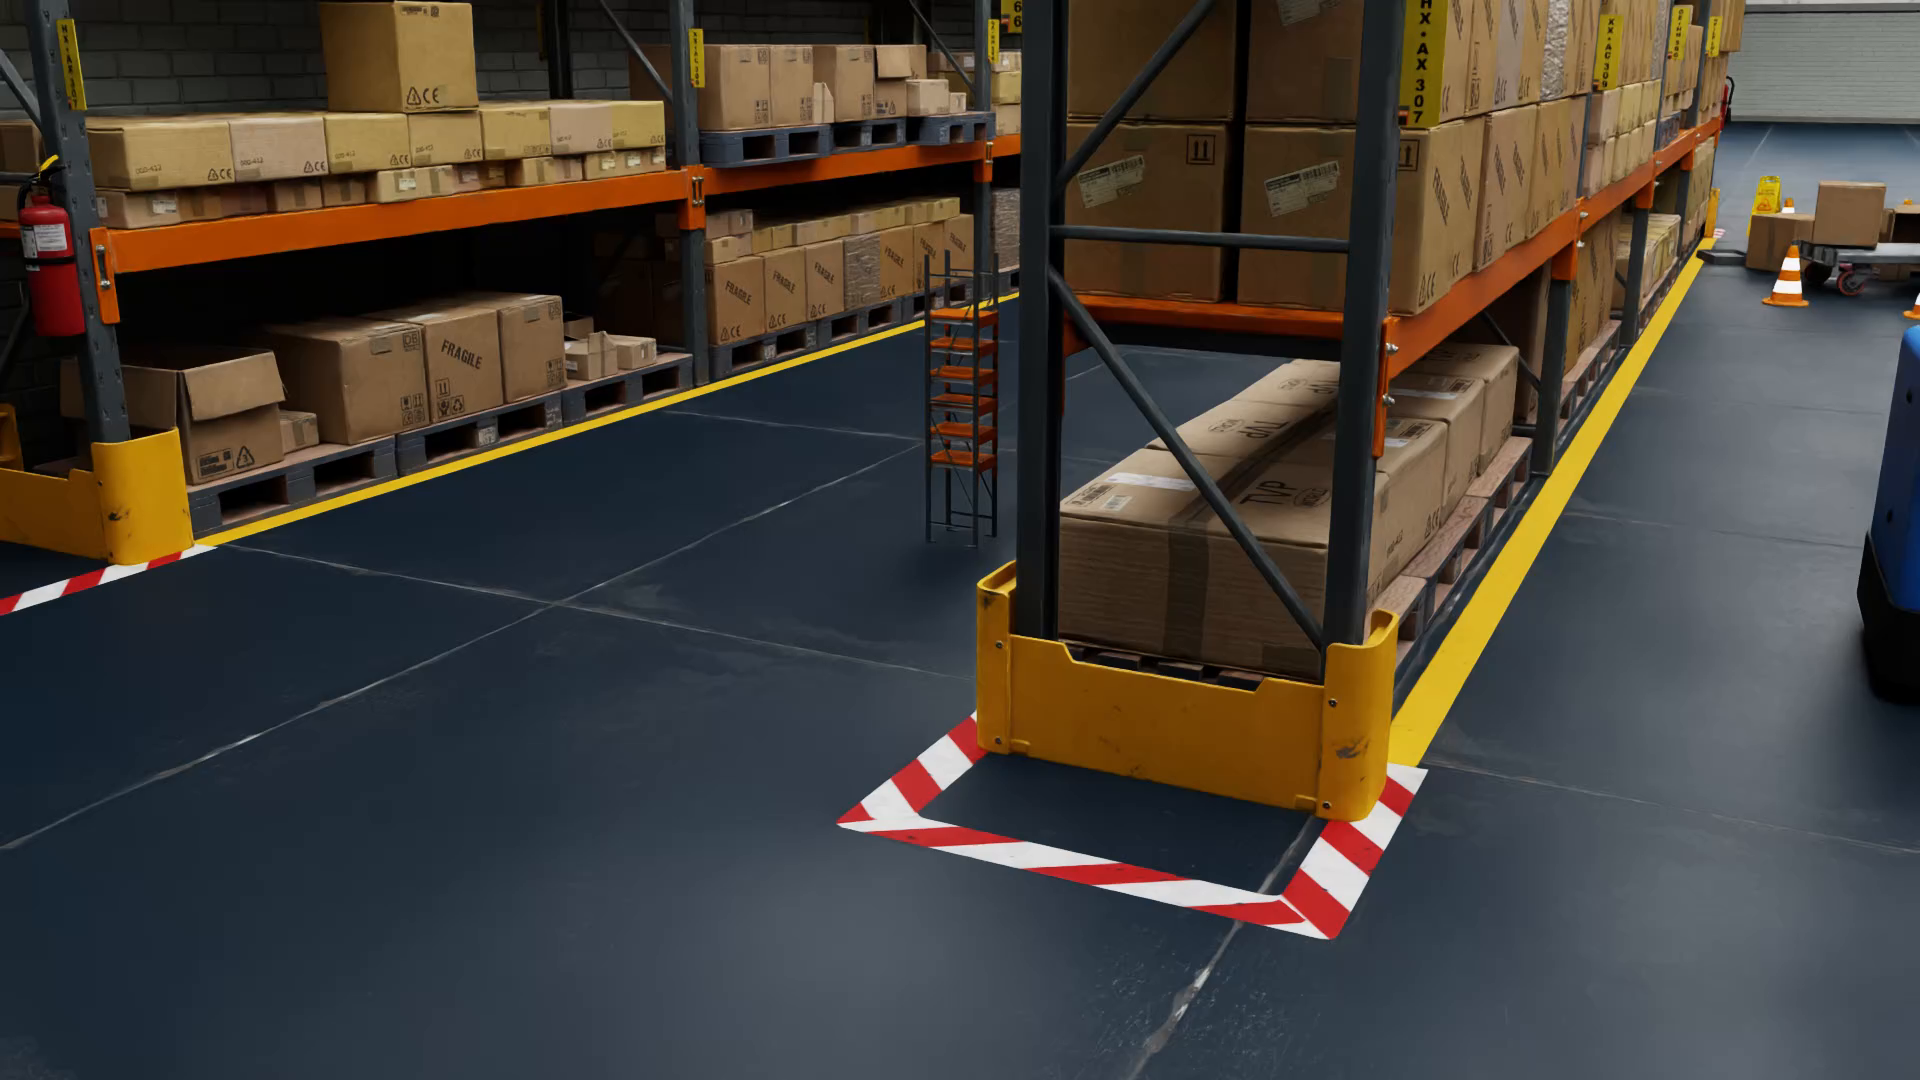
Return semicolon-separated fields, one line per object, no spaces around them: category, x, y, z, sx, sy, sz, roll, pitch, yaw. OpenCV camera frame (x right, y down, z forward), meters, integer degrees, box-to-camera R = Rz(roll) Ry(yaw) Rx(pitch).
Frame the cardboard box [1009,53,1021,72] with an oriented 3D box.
cardboard box;0.294;-3.936;13.692;0.380;0.149;0.250;9;19;27

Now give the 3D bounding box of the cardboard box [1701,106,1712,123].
cardboard box;7.008;-4.097;15.991;0.380;0.149;0.250;8;18;26

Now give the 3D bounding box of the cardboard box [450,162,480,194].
cardboard box;-2.639;-1.822;8.330;0.380;0.149;0.250;8;18;25

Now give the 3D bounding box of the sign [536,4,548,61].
sign;-2.515;-3.071;10.062;0.100;0.325;0.005;8;18;25

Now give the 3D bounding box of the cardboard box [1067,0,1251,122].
cardboard box;0.640;-1.477;4.797;0.500;0.500;0.500;9;19;27

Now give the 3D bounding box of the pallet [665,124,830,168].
pallet;-1.562;-2.544;10.658;1.003;0.211;1.213;8;18;25

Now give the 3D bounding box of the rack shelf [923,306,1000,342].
rack shelf;0.006;-0.881;6.776;0.258;0.103;0.180;8;18;25

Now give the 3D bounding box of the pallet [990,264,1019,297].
pallet;0.173;-2.333;14.509;1.003;0.211;1.213;8;18;25

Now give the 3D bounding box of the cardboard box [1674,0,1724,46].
cardboard box;6.390;-4.608;14.815;0.700;0.500;0.500;8;18;25

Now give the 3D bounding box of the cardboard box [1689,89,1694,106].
cardboard box;6.017;-3.768;14.146;0.380;0.149;0.250;8;18;26

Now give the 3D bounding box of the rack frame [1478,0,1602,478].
rack frame;2.425;-1.816;7.869;1.000;3.000;0.127;8;18;25

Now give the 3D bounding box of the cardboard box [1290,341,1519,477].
cardboard box;2.049;-0.642;7.681;0.875;0.438;0.875;8;18;25

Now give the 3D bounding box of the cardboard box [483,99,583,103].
cardboard box;-2.480;-2.425;9.662;0.500;0.250;0.500;8;18;25

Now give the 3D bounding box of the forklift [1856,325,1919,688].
forklift;4.505;-0.851;4.742;3.031;2.935;1.130;7;18;22

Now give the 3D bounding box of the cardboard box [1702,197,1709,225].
cardboard box;7.656;-3.509;17.663;0.500;0.250;0.500;8;18;25

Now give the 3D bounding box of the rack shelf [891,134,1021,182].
rack shelf;0.664;-3.630;15.240;1.077;0.370;4.000;8;18;25

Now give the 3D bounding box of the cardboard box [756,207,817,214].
cardboard box;-1.272;-2.350;12.180;0.380;0.149;0.250;8;18;26

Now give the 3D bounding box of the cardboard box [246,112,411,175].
cardboard box;-2.912;-1.837;7.683;0.500;0.250;0.500;8;18;24

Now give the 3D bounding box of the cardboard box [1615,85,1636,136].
cardboard box;3.331;-2.321;8.956;0.500;0.250;0.500;8;18;26

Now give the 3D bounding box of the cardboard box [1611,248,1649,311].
cardboard box;4.474;-1.919;12.094;0.950;0.372;0.625;7;18;22

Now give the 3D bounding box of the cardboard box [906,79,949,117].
cardboard box;-0.412;-3.285;12.340;0.500;0.250;0.500;7;18;23

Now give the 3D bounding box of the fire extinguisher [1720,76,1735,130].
fire extinguisher;8.251;-4.806;18.072;0.296;0.674;0.183;8;18;25

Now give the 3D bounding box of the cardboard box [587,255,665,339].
cardboard box;-2.062;-1.612;10.836;0.500;0.500;0.500;8;18;25

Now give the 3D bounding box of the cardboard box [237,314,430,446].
cardboard box;-3.030;-0.787;8.058;0.700;0.500;0.500;9;19;28

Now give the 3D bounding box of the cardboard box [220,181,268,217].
cardboard box;-3.254;-1.498;7.240;0.380;0.149;0.250;8;18;25

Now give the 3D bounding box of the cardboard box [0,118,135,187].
cardboard box;-3.836;-1.649;7.049;0.500;0.250;0.500;9;19;27

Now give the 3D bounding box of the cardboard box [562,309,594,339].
cardboard box;-2.524;-1.220;9.850;0.500;0.311;0.500;9;19;27

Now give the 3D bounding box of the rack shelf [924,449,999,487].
rack shelf;0.006;-0.306;6.947;0.258;0.103;0.180;8;18;25

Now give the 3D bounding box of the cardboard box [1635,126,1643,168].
cardboard box;3.765;-2.342;9.906;0.500;0.250;0.500;8;18;25

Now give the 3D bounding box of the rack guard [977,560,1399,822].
rack guard;0.627;0.408;4.774;1.175;0.500;0.348;8;18;25

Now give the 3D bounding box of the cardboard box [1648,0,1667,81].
cardboard box;3.994;-3.065;10.144;0.500;0.500;0.500;8;19;26

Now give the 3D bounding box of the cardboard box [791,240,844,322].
cardboard box;-1.144;-1.807;11.493;0.500;0.500;0.500;8;18;24

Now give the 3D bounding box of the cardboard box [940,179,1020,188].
cardboard box;0.346;-2.853;14.793;0.875;0.625;0.625;9;19;27

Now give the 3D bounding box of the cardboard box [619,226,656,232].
cardboard box;-1.998;-1.958;10.863;0.380;0.149;0.250;8;18;25

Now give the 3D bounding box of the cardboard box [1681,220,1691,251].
cardboard box;6.505;-2.852;15.452;0.500;0.250;0.500;7;18;23

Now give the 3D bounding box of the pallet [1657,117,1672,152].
pallet;4.436;-2.938;11.983;1.213;0.211;1.003;8;18;25

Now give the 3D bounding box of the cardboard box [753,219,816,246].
cardboard box;-1.204;-2.095;11.324;0.380;0.149;0.250;8;18;25

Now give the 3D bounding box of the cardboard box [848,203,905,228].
cardboard box;-0.634;-2.425;12.433;0.380;0.149;0.250;9;19;27

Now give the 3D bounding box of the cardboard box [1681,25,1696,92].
cardboard box;5.542;-3.841;13.253;0.500;0.500;0.500;9;19;27

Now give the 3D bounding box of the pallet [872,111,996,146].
pallet;-0.470;-3.191;12.838;1.213;0.211;1.003;8;18;25

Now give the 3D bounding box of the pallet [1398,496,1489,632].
pallet;1.471;0.017;6.597;1.003;0.211;1.213;8;18;25

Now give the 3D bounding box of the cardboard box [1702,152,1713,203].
cardboard box;7.432;-3.744;17.137;0.500;0.500;0.500;9;19;27

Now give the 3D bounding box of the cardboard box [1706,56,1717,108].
cardboard box;6.885;-4.378;15.796;0.500;0.500;0.500;8;18;25

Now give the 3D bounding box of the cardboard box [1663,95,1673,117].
cardboard box;4.985;-3.173;12.144;0.380;0.149;0.250;8;18;26

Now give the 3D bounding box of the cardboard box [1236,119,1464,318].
cardboard box;1.109;-0.930;4.713;0.500;0.500;0.500;8;18;25

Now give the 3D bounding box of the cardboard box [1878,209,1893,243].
cardboard box;9.267;-2.906;15.925;0.797;0.503;0.637;-4;17;-13

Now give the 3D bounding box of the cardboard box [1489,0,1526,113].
cardboard box;1.555;-1.675;5.462;0.500;0.500;0.500;8;18;25

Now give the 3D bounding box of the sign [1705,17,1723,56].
sign;6.498;-4.339;14.330;0.100;0.325;0.005;8;18;25

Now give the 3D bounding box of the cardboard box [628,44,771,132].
cardboard box;-1.601;-2.790;10.237;0.700;0.500;0.500;9;19;27

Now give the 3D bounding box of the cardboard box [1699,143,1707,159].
cardboard box;6.960;-3.747;16.008;0.380;0.149;0.250;9;19;29

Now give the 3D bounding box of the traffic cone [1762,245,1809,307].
traffic cone;6.698;-2.143;13.428;0.336;0.463;0.334;8;18;25

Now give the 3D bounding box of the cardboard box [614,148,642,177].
cardboard box;-2.031;-2.143;9.413;0.380;0.149;0.250;9;19;27

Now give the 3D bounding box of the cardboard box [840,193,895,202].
cardboard box;-0.742;-2.686;13.312;0.380;0.149;0.250;9;19;28

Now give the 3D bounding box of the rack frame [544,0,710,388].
rack frame;-2.017;-2.446;9.992;1.000;3.000;0.127;8;18;25

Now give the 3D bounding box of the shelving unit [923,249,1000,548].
shelving unit;0.006;-0.579;6.866;0.258;1.200;0.189;8;18;25

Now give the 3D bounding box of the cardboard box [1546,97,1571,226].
cardboard box;2.222;-1.581;6.904;0.500;0.500;0.500;8;18;24

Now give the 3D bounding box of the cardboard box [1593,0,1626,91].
cardboard box;2.879;-2.418;7.966;0.500;0.500;0.500;8;18;26
